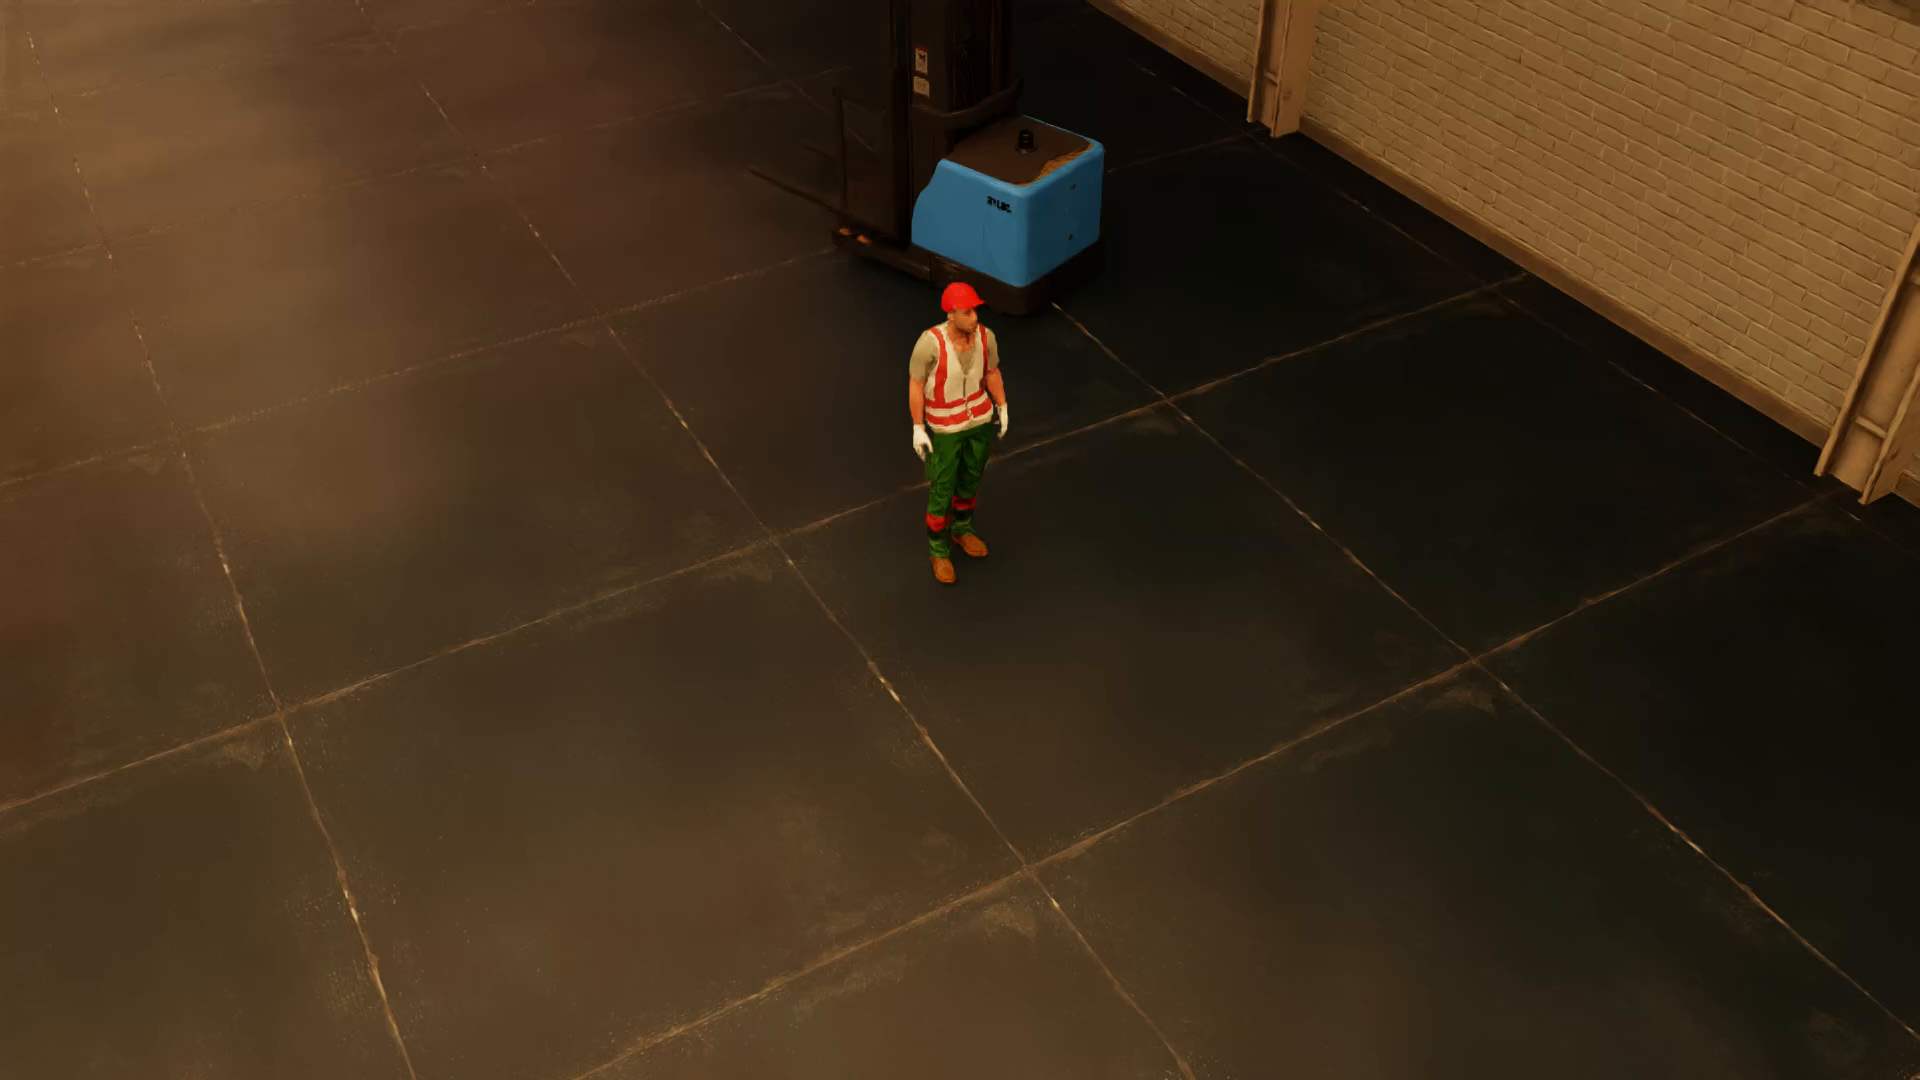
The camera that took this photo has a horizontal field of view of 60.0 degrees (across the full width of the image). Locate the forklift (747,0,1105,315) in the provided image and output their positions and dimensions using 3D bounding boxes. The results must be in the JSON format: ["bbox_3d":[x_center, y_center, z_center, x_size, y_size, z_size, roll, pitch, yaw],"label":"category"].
[{"bbox_3d":[-0.381,-3.569,12.339,3.031,2.935,1.130,28,47,30],"label":"forklift"}]

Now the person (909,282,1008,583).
[{"bbox_3d":[0.031,-0.644,9.700,0.637,1.783,0.563,-20,44,-23],"label":"person"}]
